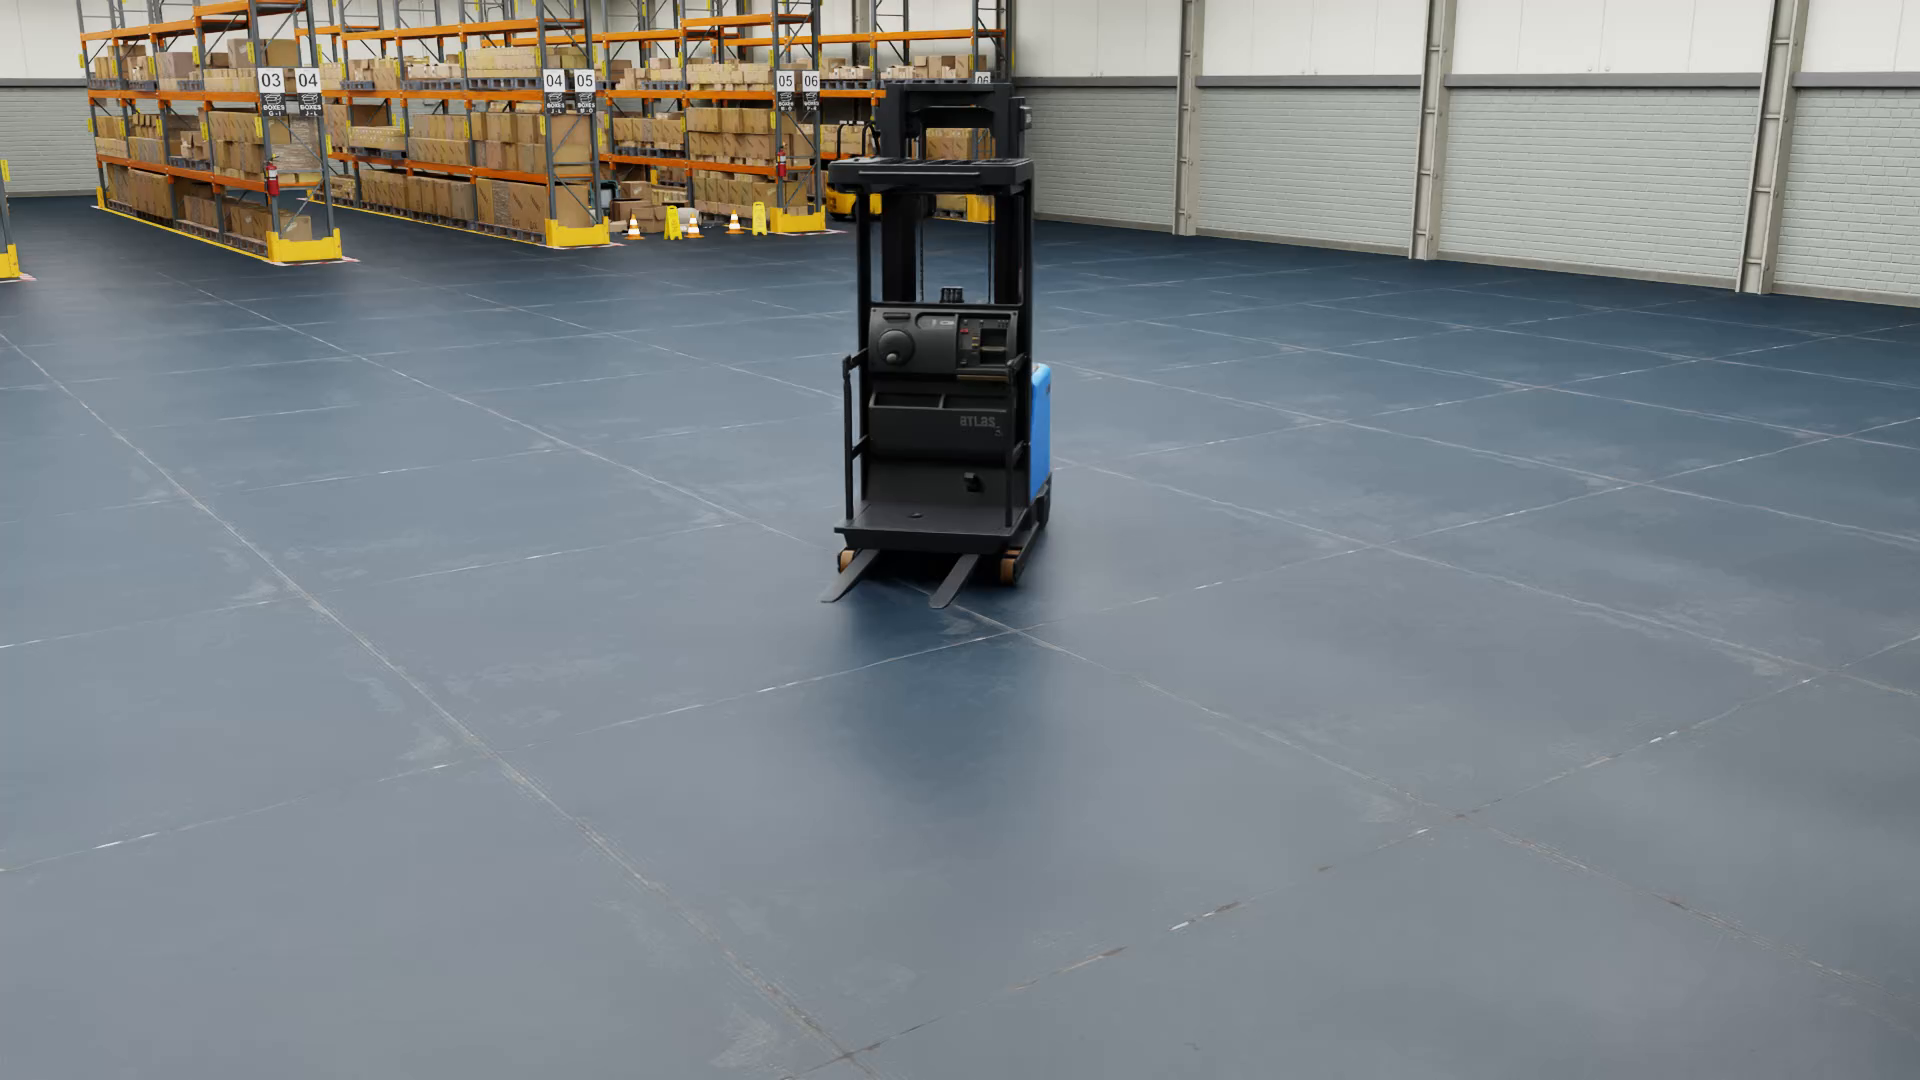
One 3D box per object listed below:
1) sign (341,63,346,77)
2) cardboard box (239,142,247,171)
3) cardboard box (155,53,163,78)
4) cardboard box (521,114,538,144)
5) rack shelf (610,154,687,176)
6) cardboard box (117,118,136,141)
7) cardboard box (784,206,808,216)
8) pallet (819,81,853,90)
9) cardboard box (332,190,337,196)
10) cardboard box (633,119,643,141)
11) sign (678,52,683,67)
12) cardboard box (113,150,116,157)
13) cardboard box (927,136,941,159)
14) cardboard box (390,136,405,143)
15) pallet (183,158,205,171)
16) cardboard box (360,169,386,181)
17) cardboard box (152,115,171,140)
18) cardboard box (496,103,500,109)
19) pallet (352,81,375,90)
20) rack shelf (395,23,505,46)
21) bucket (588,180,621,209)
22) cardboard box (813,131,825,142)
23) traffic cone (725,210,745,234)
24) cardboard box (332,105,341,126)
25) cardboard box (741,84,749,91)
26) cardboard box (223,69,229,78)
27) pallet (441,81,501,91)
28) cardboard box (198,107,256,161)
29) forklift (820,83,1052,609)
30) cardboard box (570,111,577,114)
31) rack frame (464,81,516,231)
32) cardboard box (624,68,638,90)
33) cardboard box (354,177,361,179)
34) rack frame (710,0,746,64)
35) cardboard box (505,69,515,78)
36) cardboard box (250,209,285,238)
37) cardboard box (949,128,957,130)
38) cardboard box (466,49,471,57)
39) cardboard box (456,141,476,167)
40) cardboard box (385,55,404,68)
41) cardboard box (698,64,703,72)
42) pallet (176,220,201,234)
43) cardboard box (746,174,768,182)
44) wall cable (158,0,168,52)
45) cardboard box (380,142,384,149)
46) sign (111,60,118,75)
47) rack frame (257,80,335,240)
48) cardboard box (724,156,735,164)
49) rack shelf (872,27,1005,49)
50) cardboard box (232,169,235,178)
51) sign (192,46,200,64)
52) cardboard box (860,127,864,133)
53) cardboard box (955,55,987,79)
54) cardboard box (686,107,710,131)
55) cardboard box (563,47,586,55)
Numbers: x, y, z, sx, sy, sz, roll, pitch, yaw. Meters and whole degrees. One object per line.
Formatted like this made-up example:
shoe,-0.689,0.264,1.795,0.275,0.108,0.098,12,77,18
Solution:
sign,-14.749,-11.234,39.780,0.100,0.325,0.005,-11,19,-35
cardboard box,-12.282,-6.828,29.590,0.875,0.500,0.500,-11,19,-35
cardboard box,-15.966,-9.618,33.715,0.500,0.500,0.500,-11,19,-34
cardboard box,-7.844,-7.843,31.721,0.875,0.550,0.550,-11,19,-35
rack shelf,-6.842,-8.786,38.857,1.077,0.370,4.000,-11,19,-35
cardboard box,-18.873,-9.365,37.912,0.500,0.500,0.500,-10,18,-33
cardboard box,-3.565,-6.943,35.175,0.500,0.250,0.500,-11,19,-35
pallet,-2.874,-11.318,41.420,1.003,0.211,1.213,-10,18,-32
cardboard box,-15.697,-8.816,42.210,0.380,0.149,0.250,-11,19,-35
cardboard box,-7.311,-9.600,38.920,0.500,0.500,0.500,-10,18,-34
sign,-6.113,-10.505,36.368,0.100,0.325,0.005,-11,19,-35
cardboard box,-19.586,-9.043,38.911,0.380,0.149,0.250,-11,19,-35
cardboard box,-0.402,-8.957,37.931,0.500,0.500,0.500,-11,19,-36
cardboard box,-12.622,-9.030,37.502,0.380,0.149,0.250,-10,18,-33
pallet,-14.837,-7.513,33.207,1.003,0.211,1.213,-11,19,-35
cardboard box,-14.094,-8.784,40.007,0.500,0.250,0.500,-12,19,-37
cardboard box,-16.832,-8.852,35.647,0.797,0.503,0.637,-10,18,-33
cardboard box,-12.465,-11.875,45.468,0.380,0.149,0.250,-10,18,-33
pallet,-13.425,-10.611,38.837,1.213,0.211,1.003,-11,19,-35
rack shelf,-10.787,-10.697,35.232,1.077,0.370,4.000,-11,19,-35
bucket,-7.666,-7.399,35.749,0.726,0.611,0.620,-4,6,-15
cardboard box,-3.355,-10.146,41.800,0.500,0.250,0.500,-11,19,-36
traffic cone,-4.611,-6.520,34.020,0.336,0.463,0.334,-11,19,-35
cardboard box,-15.118,-10.466,40.987,0.500,0.500,0.500,-12,19,-36
cardboard box,-4.332,-9.430,34.643,0.380,0.149,0.250,-11,19,-35
cardboard box,-12.943,-8.344,29.729,0.380,0.149,0.250,-11,19,-36
pallet,-10.190,-9.458,34.633,0.805,0.209,1.217,-12,19,-37
cardboard box,-14.036,-7.851,32.147,1.000,1.000,1.000,-11,19,-34
forklift,-0.141,-1.243,10.065,1.130,2.935,3.031,3,16,10
cardboard box,-9.420,-10.485,41.618,0.500,0.500,0.500,-11,19,-35
rack frame,-9.611,-7.916,34.316,1.000,3.000,0.127,-11,19,-35
cardboard box,-7.469,-10.851,39.169,0.700,0.500,0.500,-11,19,-35
cardboard box,-15.134,-9.123,42.205,0.380,0.149,0.250,-12,19,-37
rack frame,-6.357,-14.079,45.469,1.000,3.000,0.127,-11,19,-35
cardboard box,-8.475,-8.928,31.823,0.380,0.149,0.250,-11,19,-34
cardboard box,-12.708,-5.831,30.639,0.500,0.500,0.500,-13,20,-39
cardboard box,-0.029,-9.271,37.285,0.380,0.149,0.250,-10,18,-33
cardboard box,-9.672,-9.746,33.303,0.380,0.149,0.250,-11,19,-34
cardboard box,-10.134,-8.034,34.558,0.500,0.500,0.500,-11,19,-35
cardboard box,-12.724,-10.787,37.486,0.396,0.266,0.258,-11,19,-35
cardboard box,-5.421,-10.189,35.906,0.380,0.149,0.250,-12,19,-36
pallet,-15.576,-6.510,34.460,1.003,0.211,1.213,-11,19,-35
cardboard box,-4.267,-7.601,34.930,0.380,0.149,0.250,-10,18,-33
wall cable,-21.275,-15.918,46.094,2.277,5.999,0.120,-11,19,-35
cardboard box,-13.064,-9.047,38.130,0.380,0.149,0.250,-11,19,-35
sign,-18.834,-10.524,37.033,0.100,0.325,0.005,-11,19,-35
rack frame,-11.330,-6.313,28.461,1.000,3.000,0.127,-11,19,-35
cardboard box,-4.825,-8.144,35.624,0.380,0.149,0.250,-11,19,-35
rack shelf,-0.477,-11.404,37.815,1.077,0.370,4.000,-11,19,-35
cardboard box,-13.044,-6.691,30.316,0.380,0.149,0.250,-11,19,-35
sign,-14.129,-8.967,30.748,0.100,0.325,0.005,-11,19,-35
cardboard box,-2.200,-9.929,40.253,0.380,0.149,0.250,-11,19,-35
cardboard box,0.241,-10.425,36.629,0.500,0.500,0.500,-10,18,-33
cardboard box,-5.583,-9.252,36.551,0.700,0.500,0.500,-11,19,-35
cardboard box,-7.198,-9.143,31.099,0.380,0.149,0.250,-11,19,-34
